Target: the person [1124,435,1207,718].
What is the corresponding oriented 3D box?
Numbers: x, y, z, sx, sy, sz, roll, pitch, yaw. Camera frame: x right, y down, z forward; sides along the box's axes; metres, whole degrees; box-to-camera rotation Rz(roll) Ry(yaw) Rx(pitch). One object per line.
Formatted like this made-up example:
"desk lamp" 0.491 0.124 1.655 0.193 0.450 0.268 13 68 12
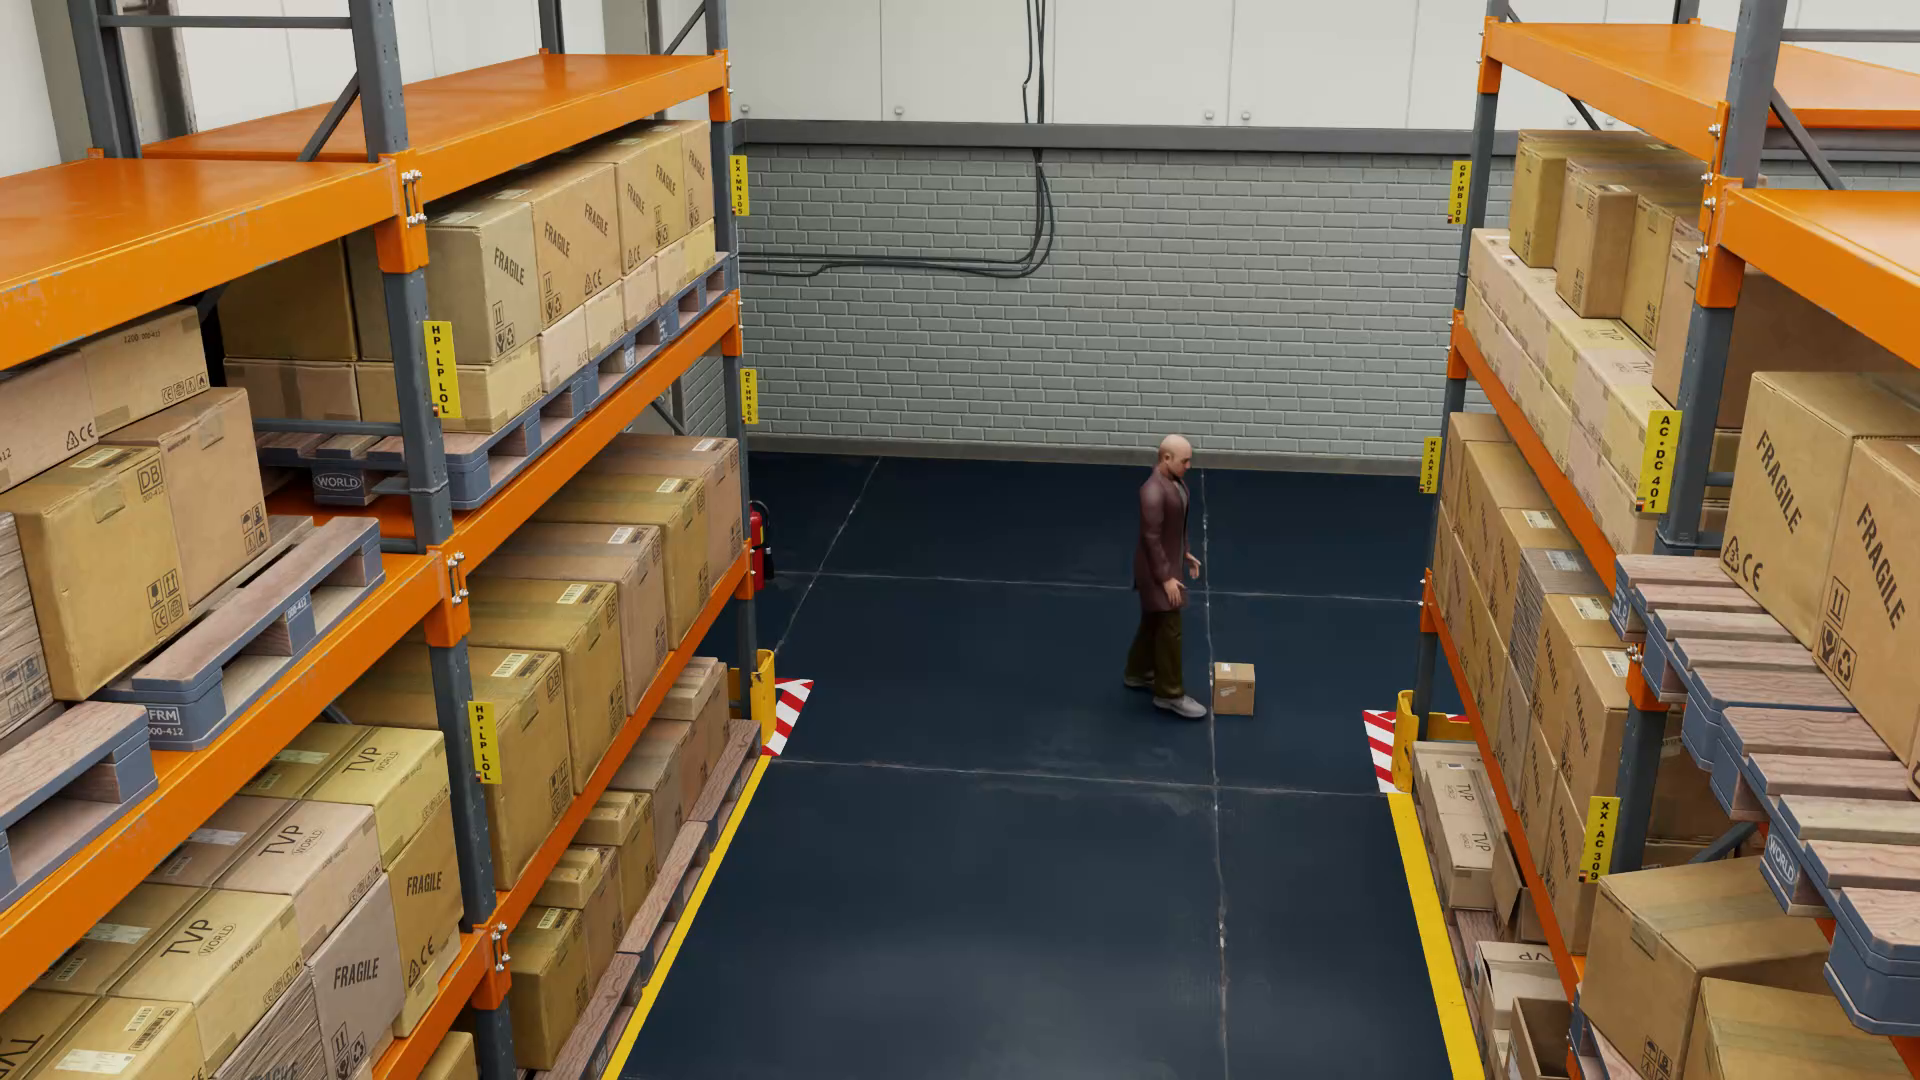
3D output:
"person" 1.347 0.194 10.549 0.624 1.777 0.594 7 22 19
